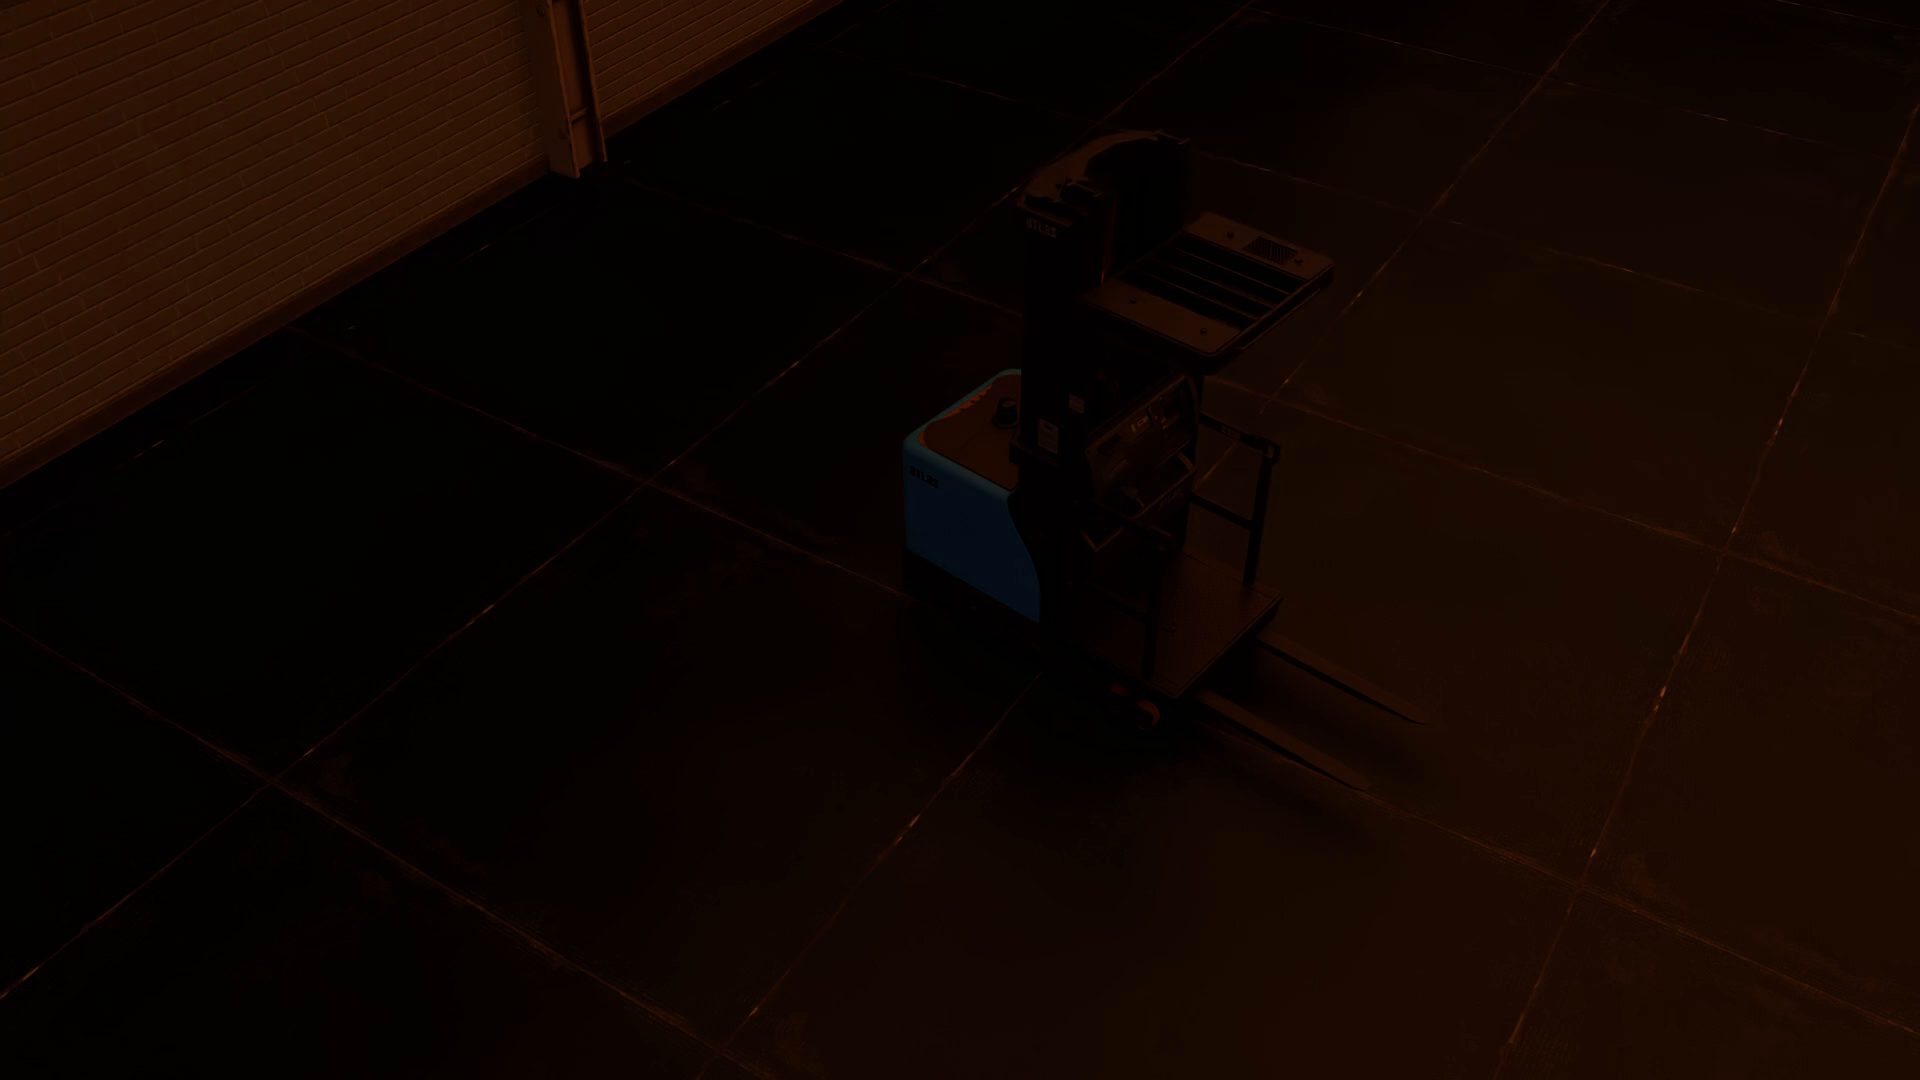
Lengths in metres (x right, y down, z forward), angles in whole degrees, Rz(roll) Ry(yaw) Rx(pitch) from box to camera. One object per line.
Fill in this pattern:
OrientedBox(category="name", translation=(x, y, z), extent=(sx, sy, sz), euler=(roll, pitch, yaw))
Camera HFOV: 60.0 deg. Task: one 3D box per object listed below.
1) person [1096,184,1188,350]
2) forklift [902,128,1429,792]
OrientedBox(category="person", translation=(1.172, -1.890, 11.187), extent=(0.728, 1.764, 0.799), euler=(-6, 41, -7))
OrientedBox(category="forklift", translation=(1.111, -0.478, 8.531), extent=(3.031, 2.935, 1.130), euler=(29, 48, 30))
